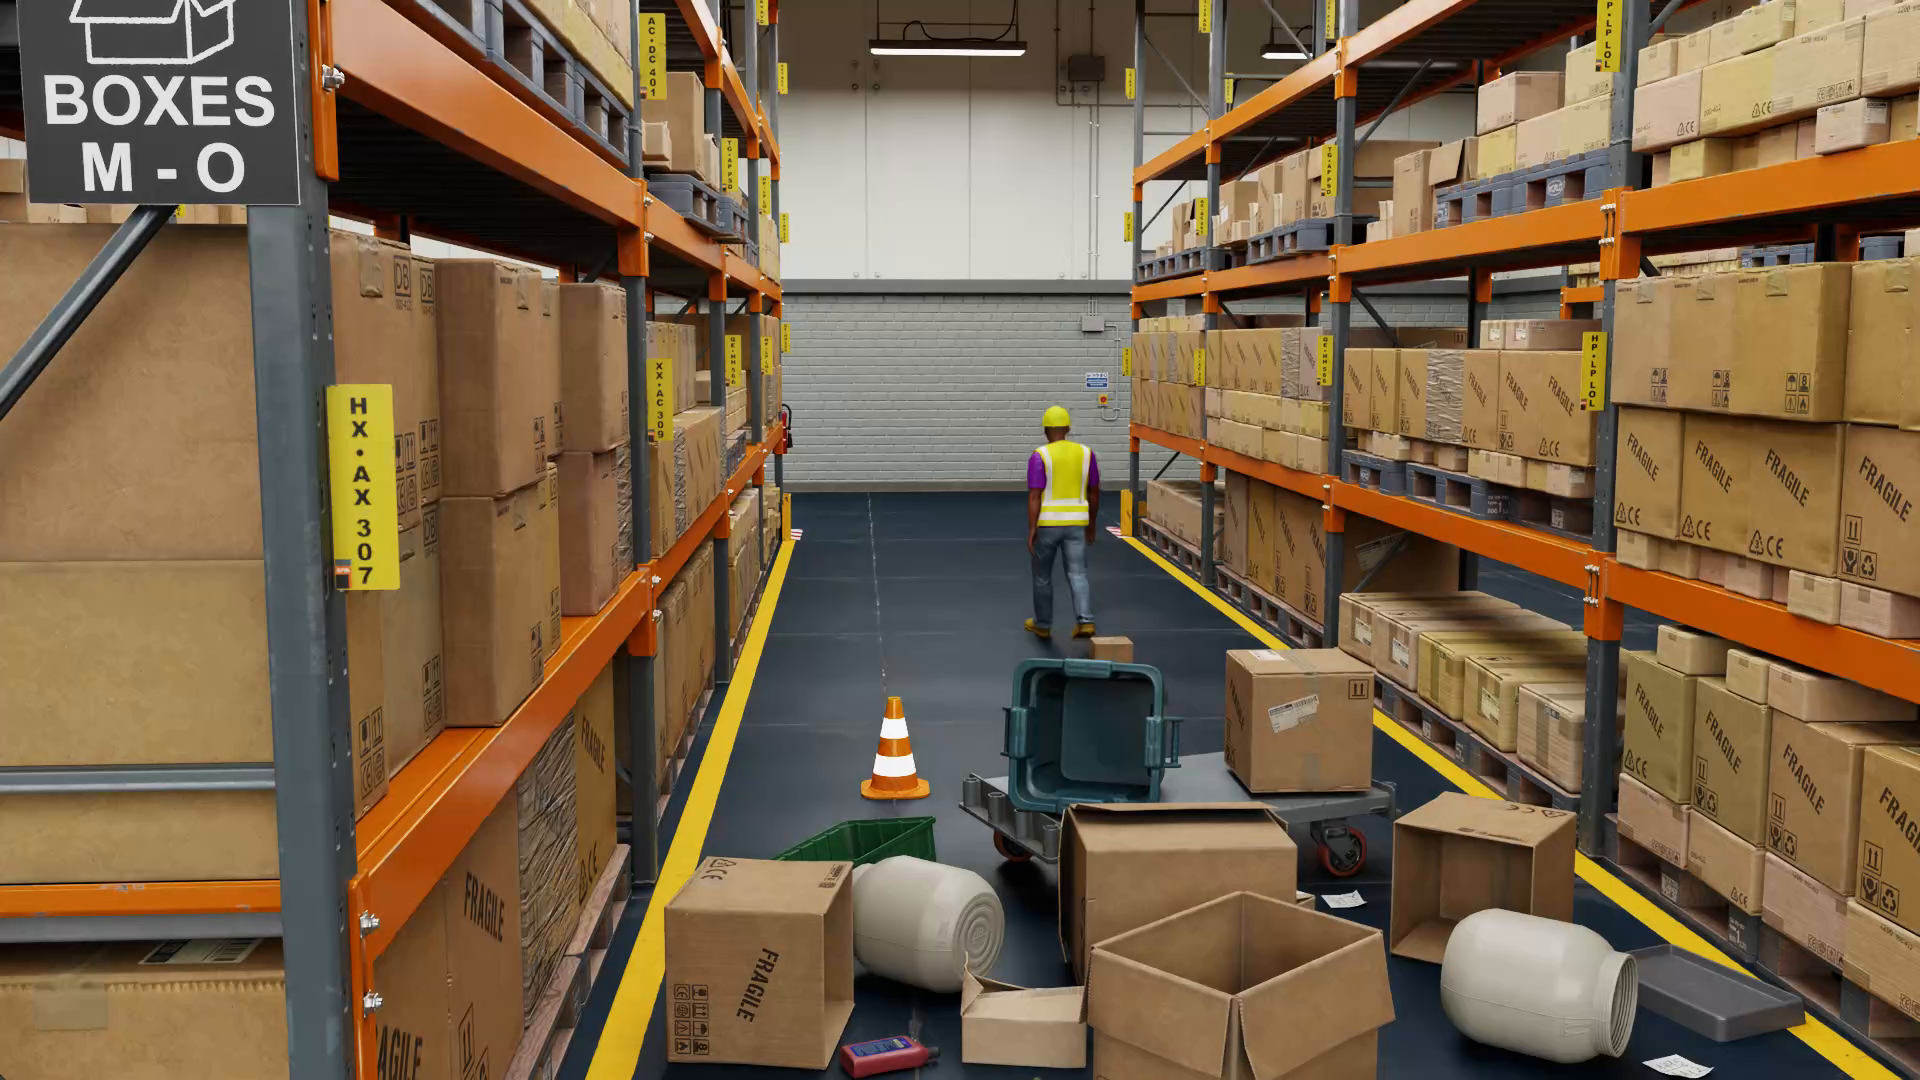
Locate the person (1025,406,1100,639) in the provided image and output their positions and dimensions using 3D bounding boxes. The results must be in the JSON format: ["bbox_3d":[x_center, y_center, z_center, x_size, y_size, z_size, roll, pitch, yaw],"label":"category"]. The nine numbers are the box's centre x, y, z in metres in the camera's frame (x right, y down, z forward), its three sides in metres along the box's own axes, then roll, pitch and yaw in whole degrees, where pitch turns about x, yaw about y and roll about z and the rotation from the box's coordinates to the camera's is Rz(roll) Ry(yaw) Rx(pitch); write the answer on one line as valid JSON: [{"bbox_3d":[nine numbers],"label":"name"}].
[{"bbox_3d":[0.752,-0.107,12.109,0.594,1.729,1.025,-2,7,-15],"label":"person"}]
